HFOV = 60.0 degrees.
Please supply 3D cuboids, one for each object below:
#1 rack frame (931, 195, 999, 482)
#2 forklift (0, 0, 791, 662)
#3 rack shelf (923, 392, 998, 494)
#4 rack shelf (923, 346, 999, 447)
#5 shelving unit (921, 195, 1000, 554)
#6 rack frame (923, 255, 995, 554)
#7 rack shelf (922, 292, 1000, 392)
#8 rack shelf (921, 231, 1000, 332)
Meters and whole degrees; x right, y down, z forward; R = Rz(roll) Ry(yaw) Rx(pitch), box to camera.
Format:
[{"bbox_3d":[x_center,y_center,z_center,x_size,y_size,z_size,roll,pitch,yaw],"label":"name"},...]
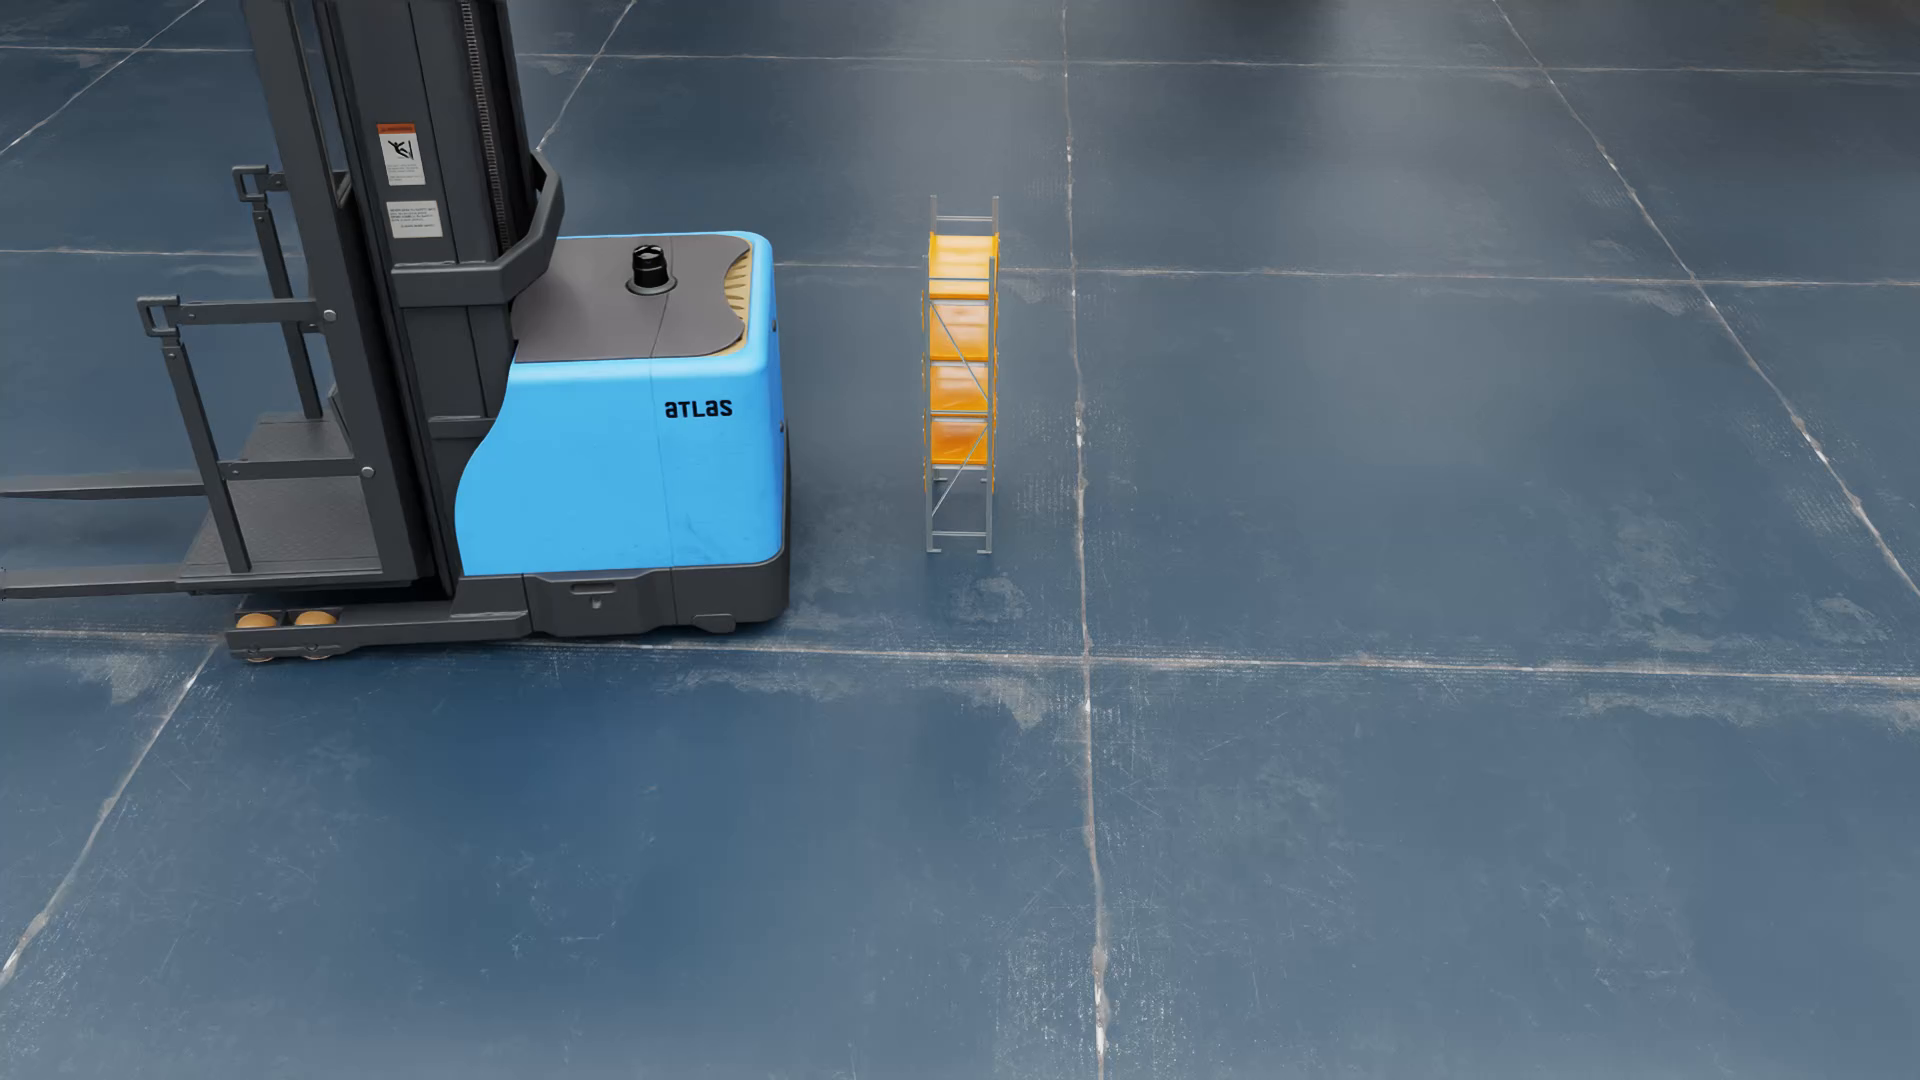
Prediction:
[{"bbox_3d":[0.016,-0.726,6.240,0.240,1.200,0.015,1,35,2],"label":"rack frame"},{"bbox_3d":[-2.140,-1.100,5.266,3.031,2.935,1.130,-2,35,-3],"label":"forklift"},{"bbox_3d":[0.007,-0.368,6.193,0.258,0.148,0.480,1,35,2],"label":"rack shelf"},{"bbox_3d":[0.007,-0.531,6.079,0.258,0.148,0.480,1,35,2],"label":"rack shelf"},{"bbox_3d":[0.007,-0.586,6.040,0.258,1.200,0.503,1,35,2],"label":"shelving unit"},{"bbox_3d":[-0.003,-0.446,5.841,0.240,1.200,0.015,1,35,2],"label":"rack frame"},{"bbox_3d":[0.007,-0.714,5.950,0.258,0.148,0.480,1,35,2],"label":"rack shelf"},{"bbox_3d":[0.007,-0.907,5.814,0.258,0.148,0.480,1,35,2],"label":"rack shelf"}]
